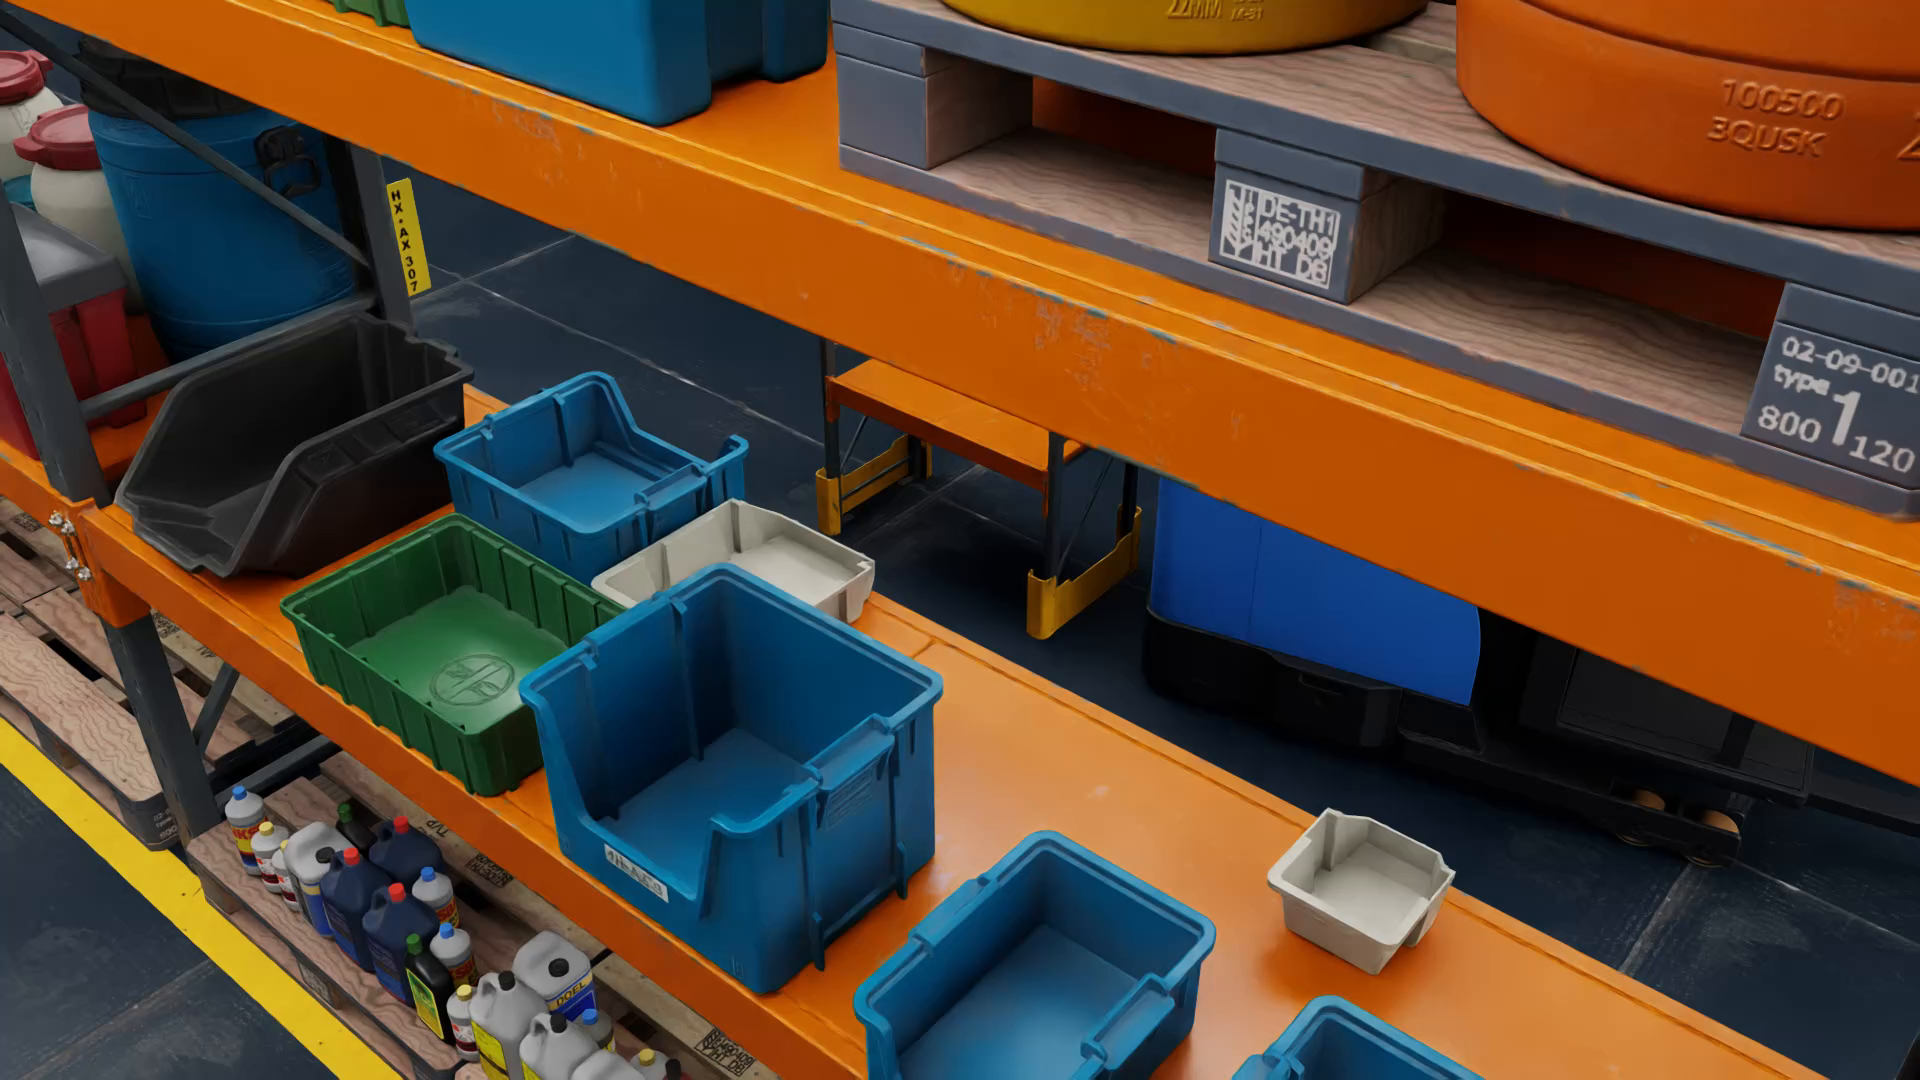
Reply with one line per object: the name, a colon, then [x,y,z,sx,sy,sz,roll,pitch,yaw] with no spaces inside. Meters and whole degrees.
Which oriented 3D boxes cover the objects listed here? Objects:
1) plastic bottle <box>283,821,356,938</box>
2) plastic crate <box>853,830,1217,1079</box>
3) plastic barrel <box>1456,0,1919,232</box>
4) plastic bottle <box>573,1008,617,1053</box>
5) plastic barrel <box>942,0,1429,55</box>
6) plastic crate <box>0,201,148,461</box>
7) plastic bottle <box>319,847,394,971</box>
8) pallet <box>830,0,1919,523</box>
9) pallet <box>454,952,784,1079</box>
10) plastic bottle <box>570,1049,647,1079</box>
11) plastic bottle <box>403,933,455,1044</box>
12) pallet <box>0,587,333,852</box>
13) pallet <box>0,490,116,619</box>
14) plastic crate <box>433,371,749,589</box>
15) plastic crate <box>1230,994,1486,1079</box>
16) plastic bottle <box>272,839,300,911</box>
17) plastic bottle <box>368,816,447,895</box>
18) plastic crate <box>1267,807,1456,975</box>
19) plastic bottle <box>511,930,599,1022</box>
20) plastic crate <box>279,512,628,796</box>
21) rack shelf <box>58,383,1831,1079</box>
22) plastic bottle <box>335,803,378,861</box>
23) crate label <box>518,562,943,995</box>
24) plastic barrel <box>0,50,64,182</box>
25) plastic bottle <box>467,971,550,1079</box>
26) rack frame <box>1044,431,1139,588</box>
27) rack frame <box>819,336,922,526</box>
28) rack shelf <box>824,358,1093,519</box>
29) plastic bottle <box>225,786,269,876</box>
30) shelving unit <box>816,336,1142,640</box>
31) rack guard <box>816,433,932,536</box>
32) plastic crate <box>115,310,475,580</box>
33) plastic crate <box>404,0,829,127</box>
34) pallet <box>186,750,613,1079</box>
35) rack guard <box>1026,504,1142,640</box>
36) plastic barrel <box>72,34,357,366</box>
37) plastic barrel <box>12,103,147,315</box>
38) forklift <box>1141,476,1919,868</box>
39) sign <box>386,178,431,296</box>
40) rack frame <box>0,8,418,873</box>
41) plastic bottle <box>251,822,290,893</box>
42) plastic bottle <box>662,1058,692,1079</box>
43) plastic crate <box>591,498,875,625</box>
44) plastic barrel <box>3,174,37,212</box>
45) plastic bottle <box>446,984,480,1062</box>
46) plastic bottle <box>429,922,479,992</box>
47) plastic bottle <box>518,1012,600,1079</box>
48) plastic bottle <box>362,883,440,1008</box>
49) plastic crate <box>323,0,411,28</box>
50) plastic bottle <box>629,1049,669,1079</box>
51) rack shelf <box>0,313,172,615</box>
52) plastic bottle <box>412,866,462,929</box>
plastic bottle: [-1.650,0.878,4.338,0.135,0.276,0.152,27,43,33]
plastic crate: [0.122,0.747,2.644,0.408,0.251,0.499,25,42,32]
plastic barrel: [0.739,-0.733,1.267,0.708,0.830,0.600,25,42,32]
plastic bottle: [-0.867,1.192,3.948,0.097,0.201,0.097,0,34,0]
plastic barrel: [0.236,-0.870,1.681,0.600,0.588,0.600,0,34,0]
plastic crate: [-2.448,-0.543,4.334,0.583,0.464,0.402,25,42,32]
plastic bottle: [-1.526,0.909,4.228,0.185,0.351,0.144,26,42,33]
pallet: [0.620,-0.526,1.884,1.213,0.211,1.003,25,42,32]
pallet: [-0.449,1.378,4.056,1.213,0.211,1.003,25,42,32]
plastic bottle: [-0.781,1.288,3.742,0.135,0.276,0.152,24,41,31]
plastic bottle: [-1.280,1.083,4.034,0.133,0.283,0.061,27,43,34]
pallet: [-2.509,0.408,5.470,1.213,0.211,1.003,25,42,32]
pallet: [-3.451,-0.034,6.113,1.213,0.211,1.003,25,42,32]
plastic crate: [-0.856,-0.130,3.921,0.616,0.251,0.499,25,42,32]
plastic crate: [0.617,0.985,2.298,0.616,0.251,0.499,25,42,32]
plastic bottle: [-1.760,0.878,4.406,0.097,0.201,0.097,0,34,0]
plastic bottle: [-1.433,0.847,4.319,0.185,0.351,0.144,25,42,32]
plastic crate: [0.712,0.619,2.932,0.250,0.136,0.298,25,42,32]
plastic bottle: [-0.978,1.089,4.032,0.135,0.276,0.152,25,42,32]
plastic crate: [-1.018,0.228,3.456,0.662,0.188,0.450,25,42,32]
rack shelf: [-0.343,0.547,3.440,4.000,0.370,1.077,25,42,32]
plastic bottle: [-1.582,0.829,4.404,0.133,0.283,0.061,25,42,32]
crate label: [-0.394,0.411,2.971,0.616,0.435,0.502,25,42,32]
plastic barrel: [-3.039,-1.238,5.283,0.433,0.535,0.433,0,34,0]
plastic bottle: [-1.054,1.132,3.904,0.185,0.351,0.144,25,42,31]
rack frame: [0.456,-0.403,5.512,0.032,1.500,0.500,25,42,32]
rack frame: [-0.325,-0.771,6.049,0.032,1.500,0.500,25,42,32]
rack shelf: [0.066,-0.439,5.882,1.000,0.185,0.538,25,42,32]
plastic bottle: [-1.916,0.775,4.493,0.097,0.271,0.097,0,34,0]
shelving unit: [0.059,-0.591,5.785,1.083,1.500,0.587,25,42,32]
rack guard: [-0.324,-0.256,6.402,0.087,0.250,0.587,25,42,32]
plastic crate: [-1.560,-0.204,3.952,0.504,0.338,0.767,25,42,32]
plastic crate: [-0.465,-0.815,2.152,0.575,0.384,0.392,25,42,32]
pallet: [-1.391,0.937,4.700,1.213,0.211,1.003,25,42,32]
rack guard: [0.441,0.105,5.876,0.087,0.250,0.587,25,42,32]
plastic barrel: [-1.984,-0.953,4.545,0.708,0.901,0.600,25,42,32]
plastic barrel: [-2.475,-0.972,4.896,0.433,0.535,0.433,0,34,0]
forklift: [2.155,-0.598,4.532,3.031,2.935,1.130,16,38,22]
sign: [-1.520,-0.824,4.555,0.005,0.325,0.100,25,42,32]
rack frame: [-1.881,-0.474,4.291,0.127,3.000,1.000,25,42,32]
plastic bottle: [-1.838,0.841,4.459,0.097,0.201,0.097,0,34,0]
plastic bottle: [-0.607,1.289,3.735,0.133,0.283,0.061,25,42,32]
plastic crate: [-0.471,0.112,3.670,0.437,0.136,0.530,25,42,32]
plastic barrel: [-2.800,-0.963,5.125,0.301,0.262,0.301,0,34,0]
plastic bottle: [-1.178,1.152,4.006,0.097,0.201,0.097,0,34,0]
plastic bottle: [-1.244,1.047,4.097,0.097,0.271,0.097,0,34,0]
plastic bottle: [-0.911,1.199,3.806,0.185,0.351,0.144,27,43,34]
plastic bottle: [-1.381,0.978,4.128,0.185,0.351,0.144,23,41,30]
plastic crate: [-0.842,-0.933,2.497,0.450,0.188,0.336,25,42,32]
plastic bottle: [-0.716,1.258,3.852,0.097,0.201,0.097,0,34,0]
rack shelf: [-3.418,-0.902,5.549,4.000,0.370,1.077,25,42,32]
plastic bottle: [-1.337,0.942,4.250,0.097,0.271,0.097,0,34,0]
